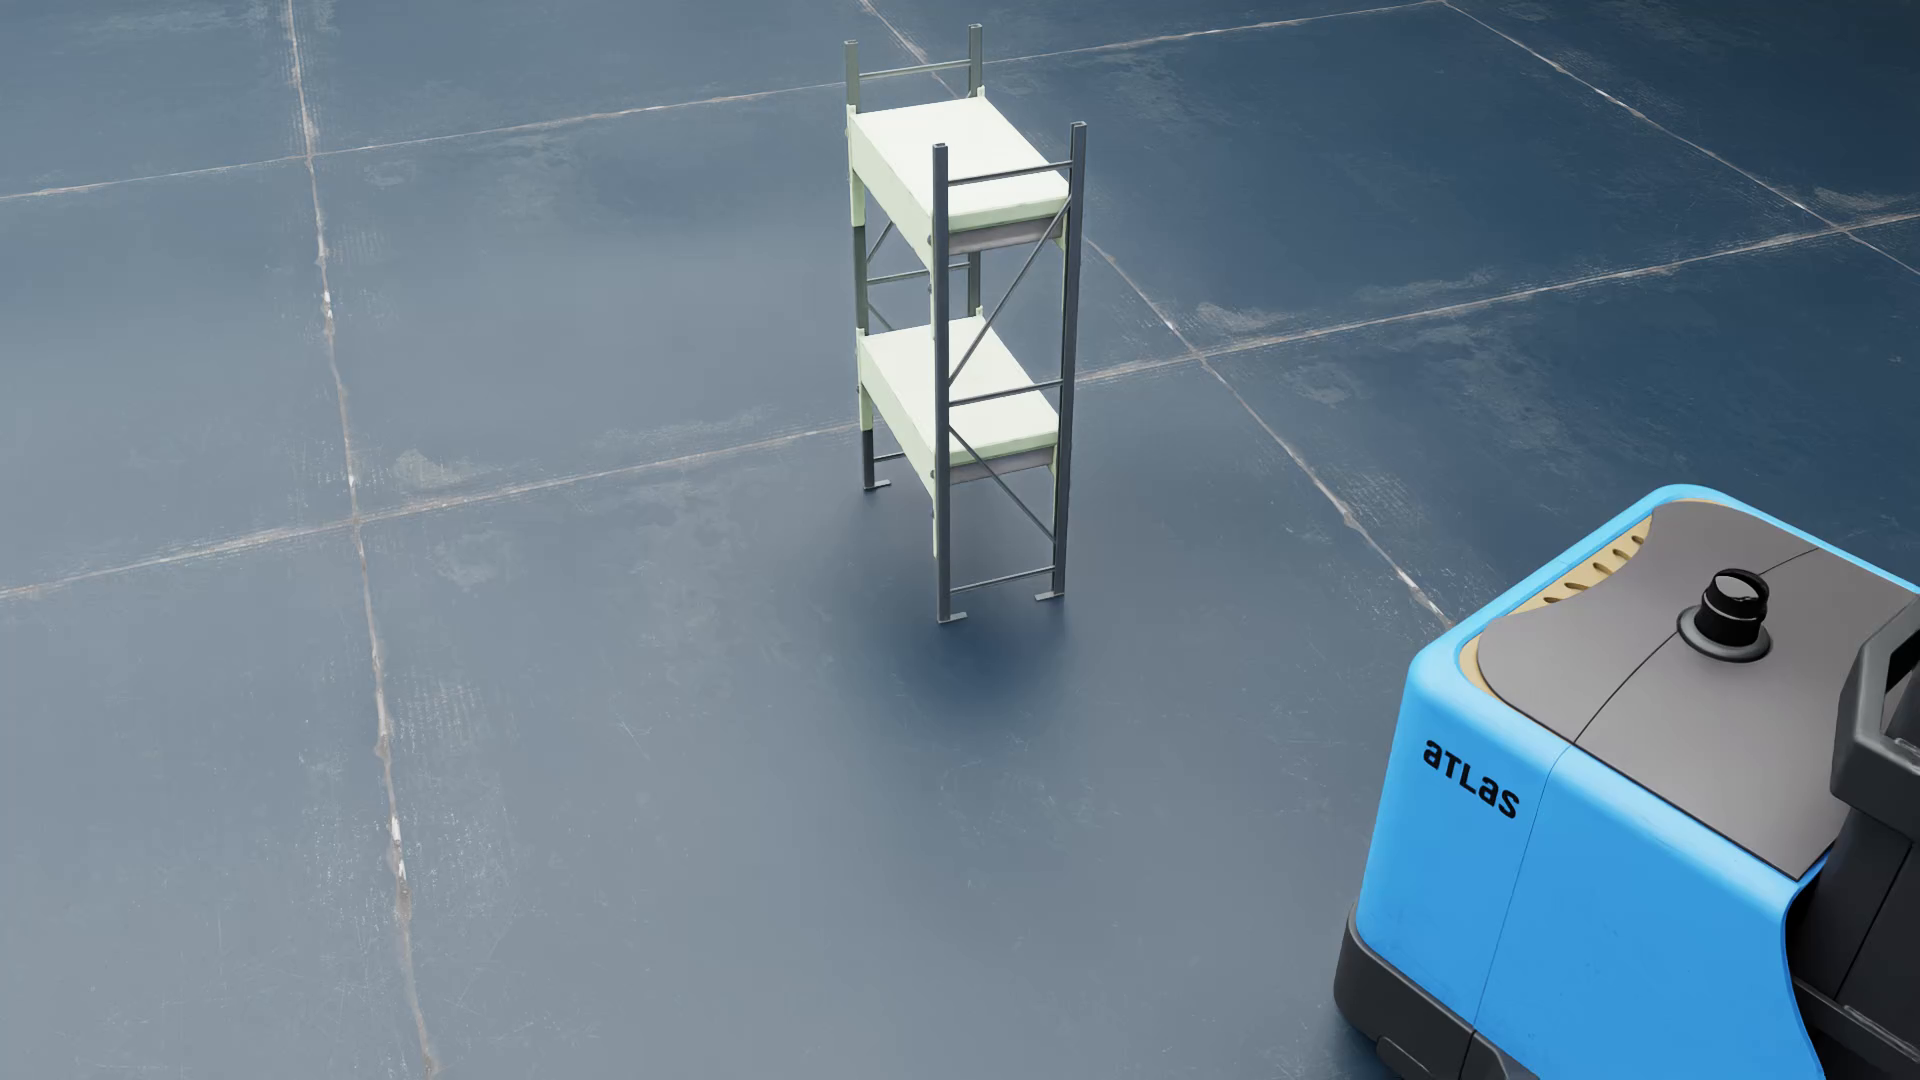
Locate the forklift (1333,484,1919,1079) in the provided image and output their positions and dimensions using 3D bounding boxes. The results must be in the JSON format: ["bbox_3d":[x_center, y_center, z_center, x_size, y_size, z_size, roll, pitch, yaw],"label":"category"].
[{"bbox_3d":[2.181,0.403,2.279,1.130,2.935,3.031,-27,45,-31],"label":"forklift"}]

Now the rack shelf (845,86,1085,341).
[{"bbox_3d":[-0.002,-0.915,4.569,0.431,0.370,0.720,-12,39,-16],"label":"rack shelf"}]

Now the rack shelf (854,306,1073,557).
[{"bbox_3d":[-0.002,-0.342,5.000,0.431,0.370,0.720,-12,39,-16],"label":"rack shelf"}]

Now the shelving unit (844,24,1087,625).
[{"bbox_3d":[-0.002,-0.603,4.804,0.431,1.500,0.755,-12,39,-16],"label":"shelving unit"}]

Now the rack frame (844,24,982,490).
[{"bbox_3d":[-0.128,-0.810,5.078,0.400,1.500,0.023,-12,39,-16],"label":"rack frame"}]

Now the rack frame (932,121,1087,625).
[{"bbox_3d":[0.124,-0.396,4.529,0.400,1.500,0.023,-12,39,-16],"label":"rack frame"}]
